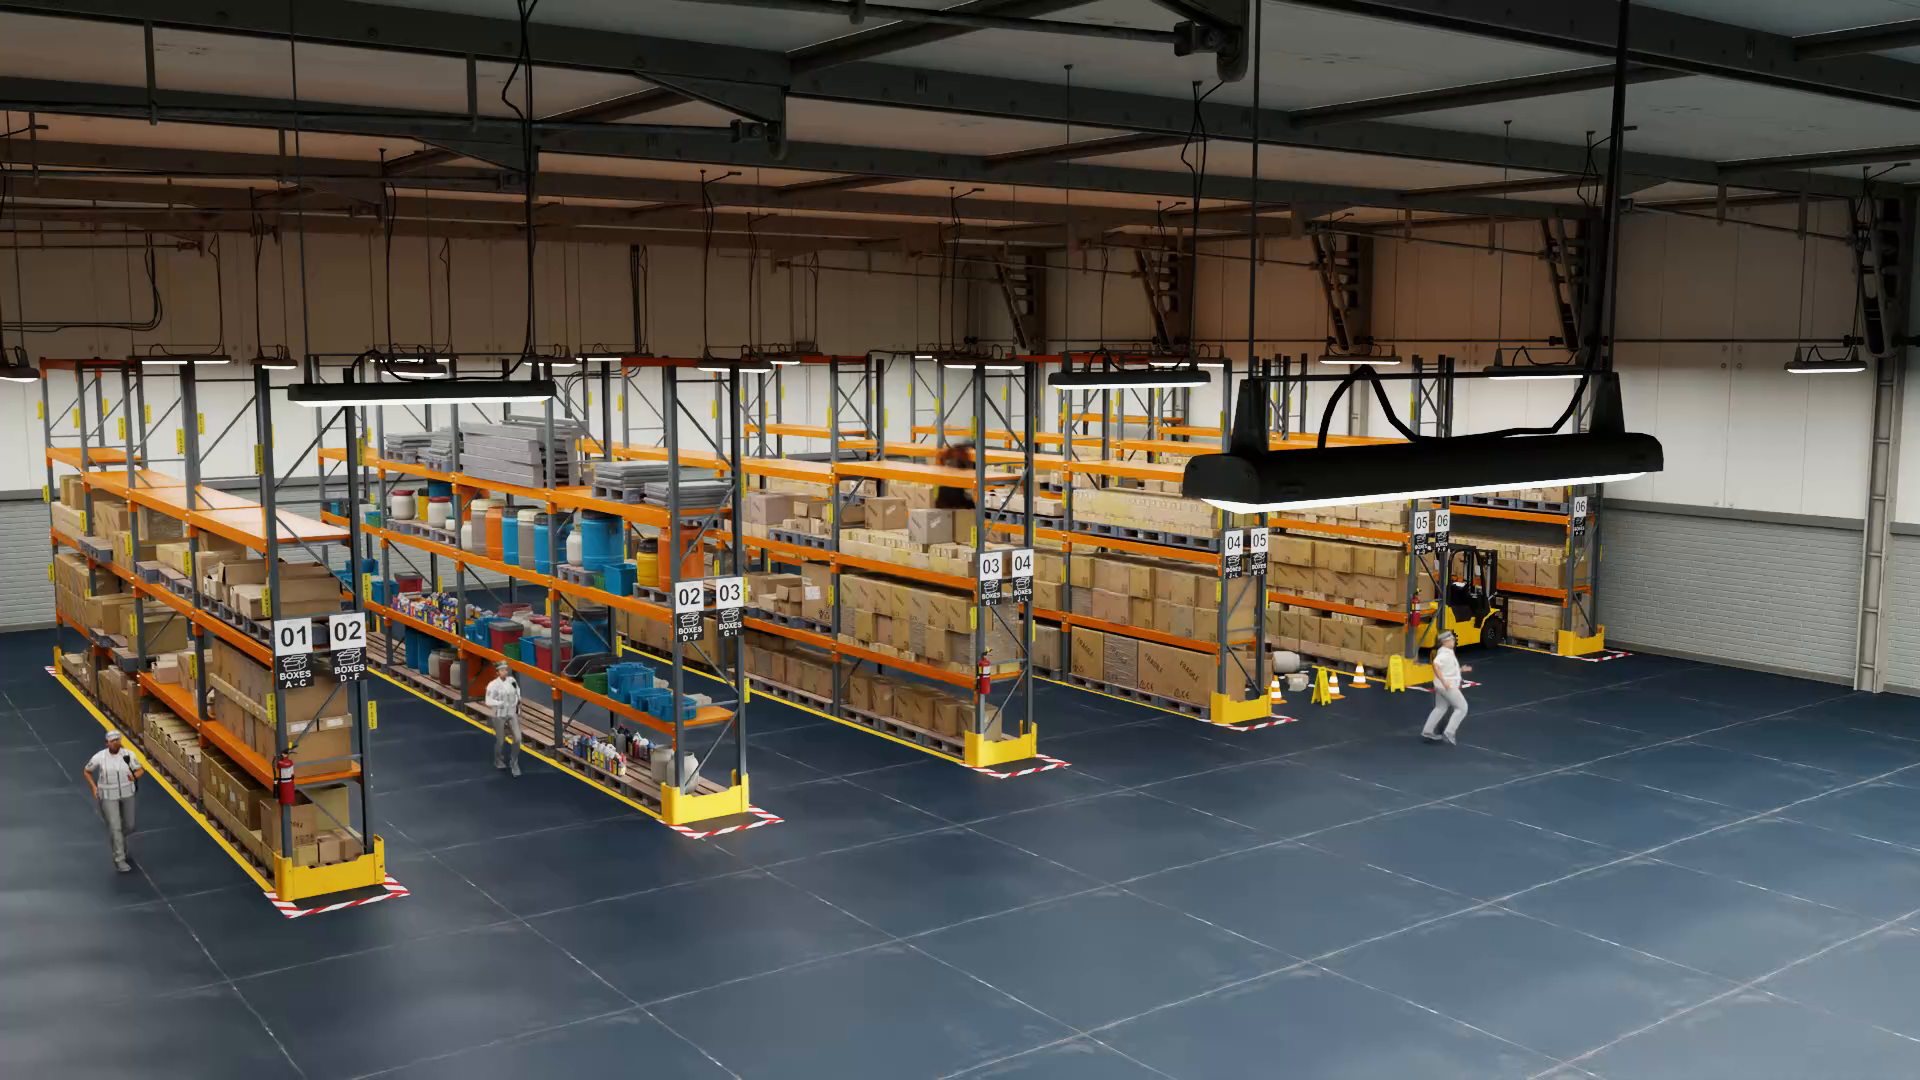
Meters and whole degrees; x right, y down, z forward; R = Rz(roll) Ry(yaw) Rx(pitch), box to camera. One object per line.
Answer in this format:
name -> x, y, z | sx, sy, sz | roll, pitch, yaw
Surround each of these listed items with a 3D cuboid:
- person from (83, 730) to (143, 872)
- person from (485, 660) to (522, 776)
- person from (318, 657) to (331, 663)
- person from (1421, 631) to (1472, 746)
person -> -10.173, 3.104, 20.062 | 0.615, 1.632, 0.899 | -6, 9, -41
person -> -6.633, 2.596, 24.261 | 0.590, 1.740, 0.726 | -5, 8, -34
person -> -10.958, 2.116, 28.347 | 0.762, 1.633, 0.596 | 5, 8, 36
person -> 7.673, 2.332, 26.134 | 0.734, 1.833, 0.636 | 0, 7, 3
